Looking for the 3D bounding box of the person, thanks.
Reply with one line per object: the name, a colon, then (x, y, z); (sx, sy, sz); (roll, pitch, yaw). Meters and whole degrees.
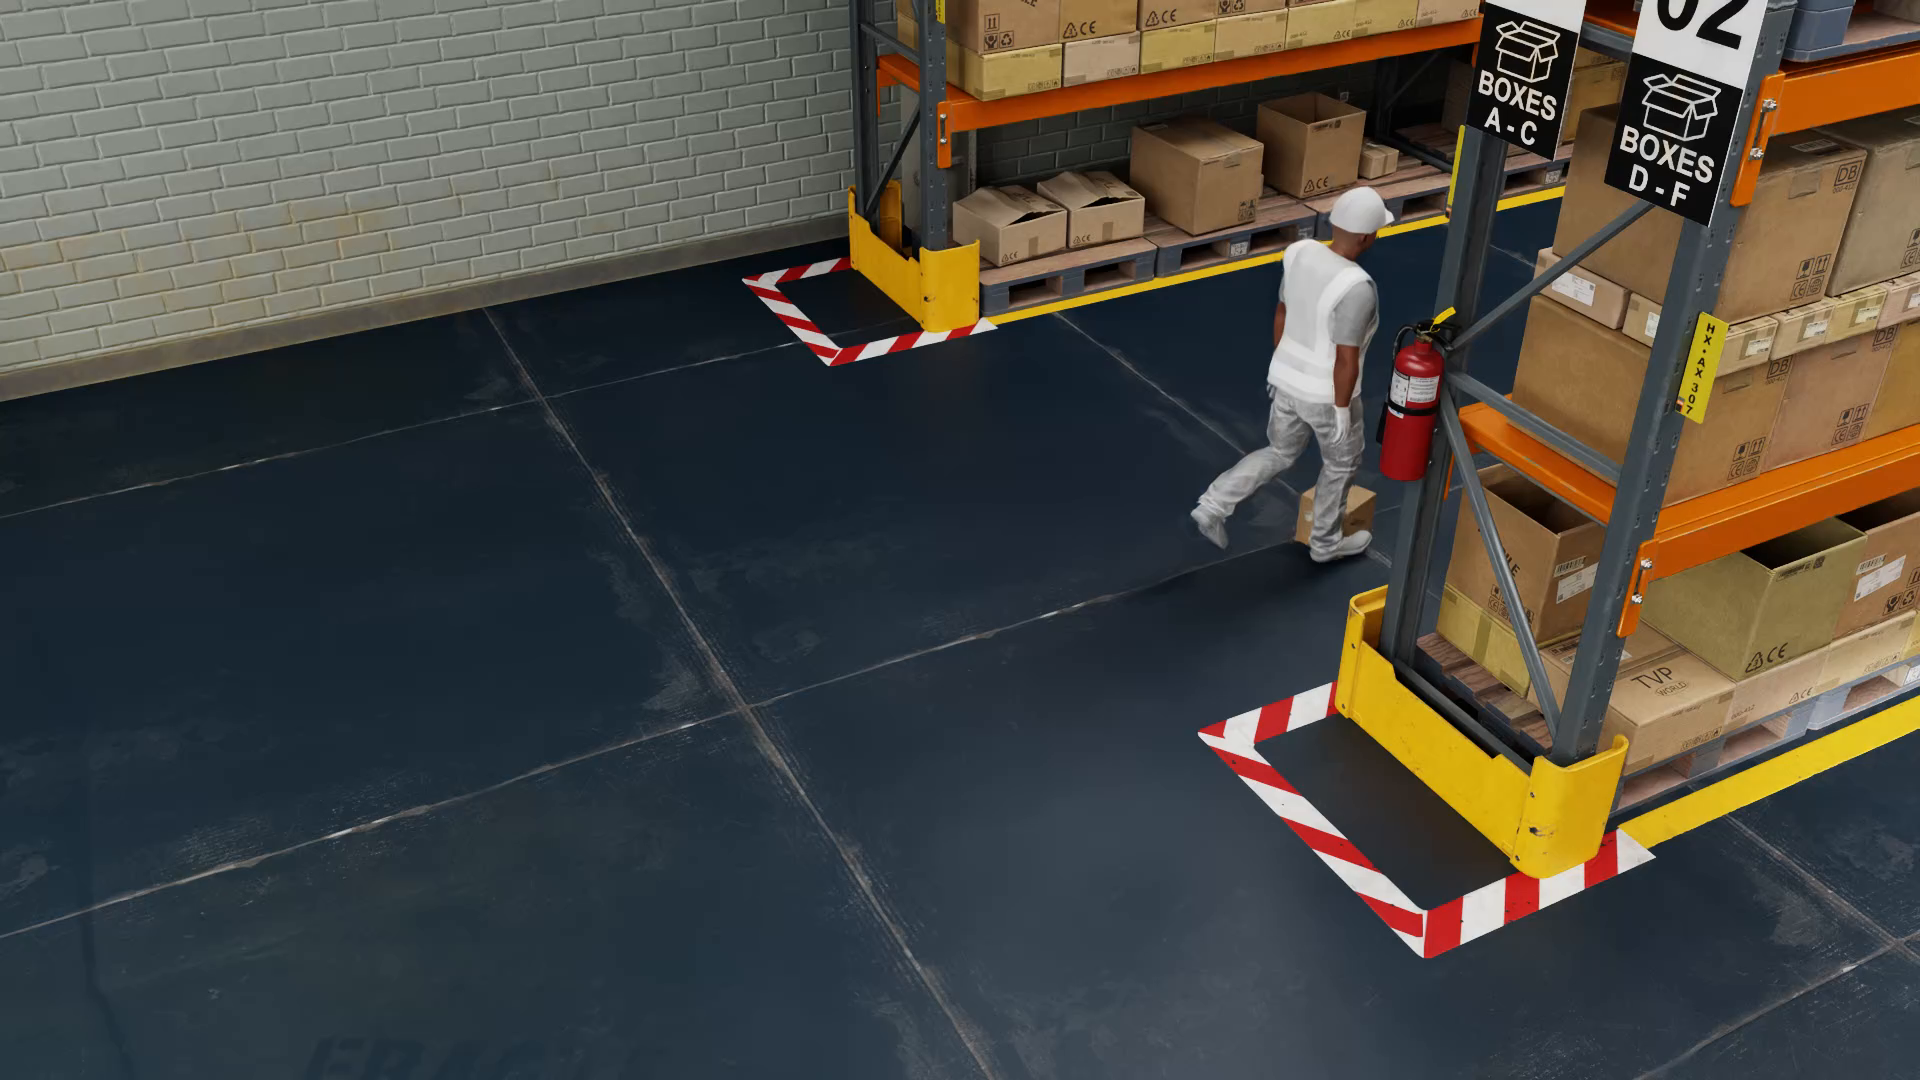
person: (1.454, -0.655, 7.140); (0.872, 1.760, 0.561); (-14, 35, -21)
